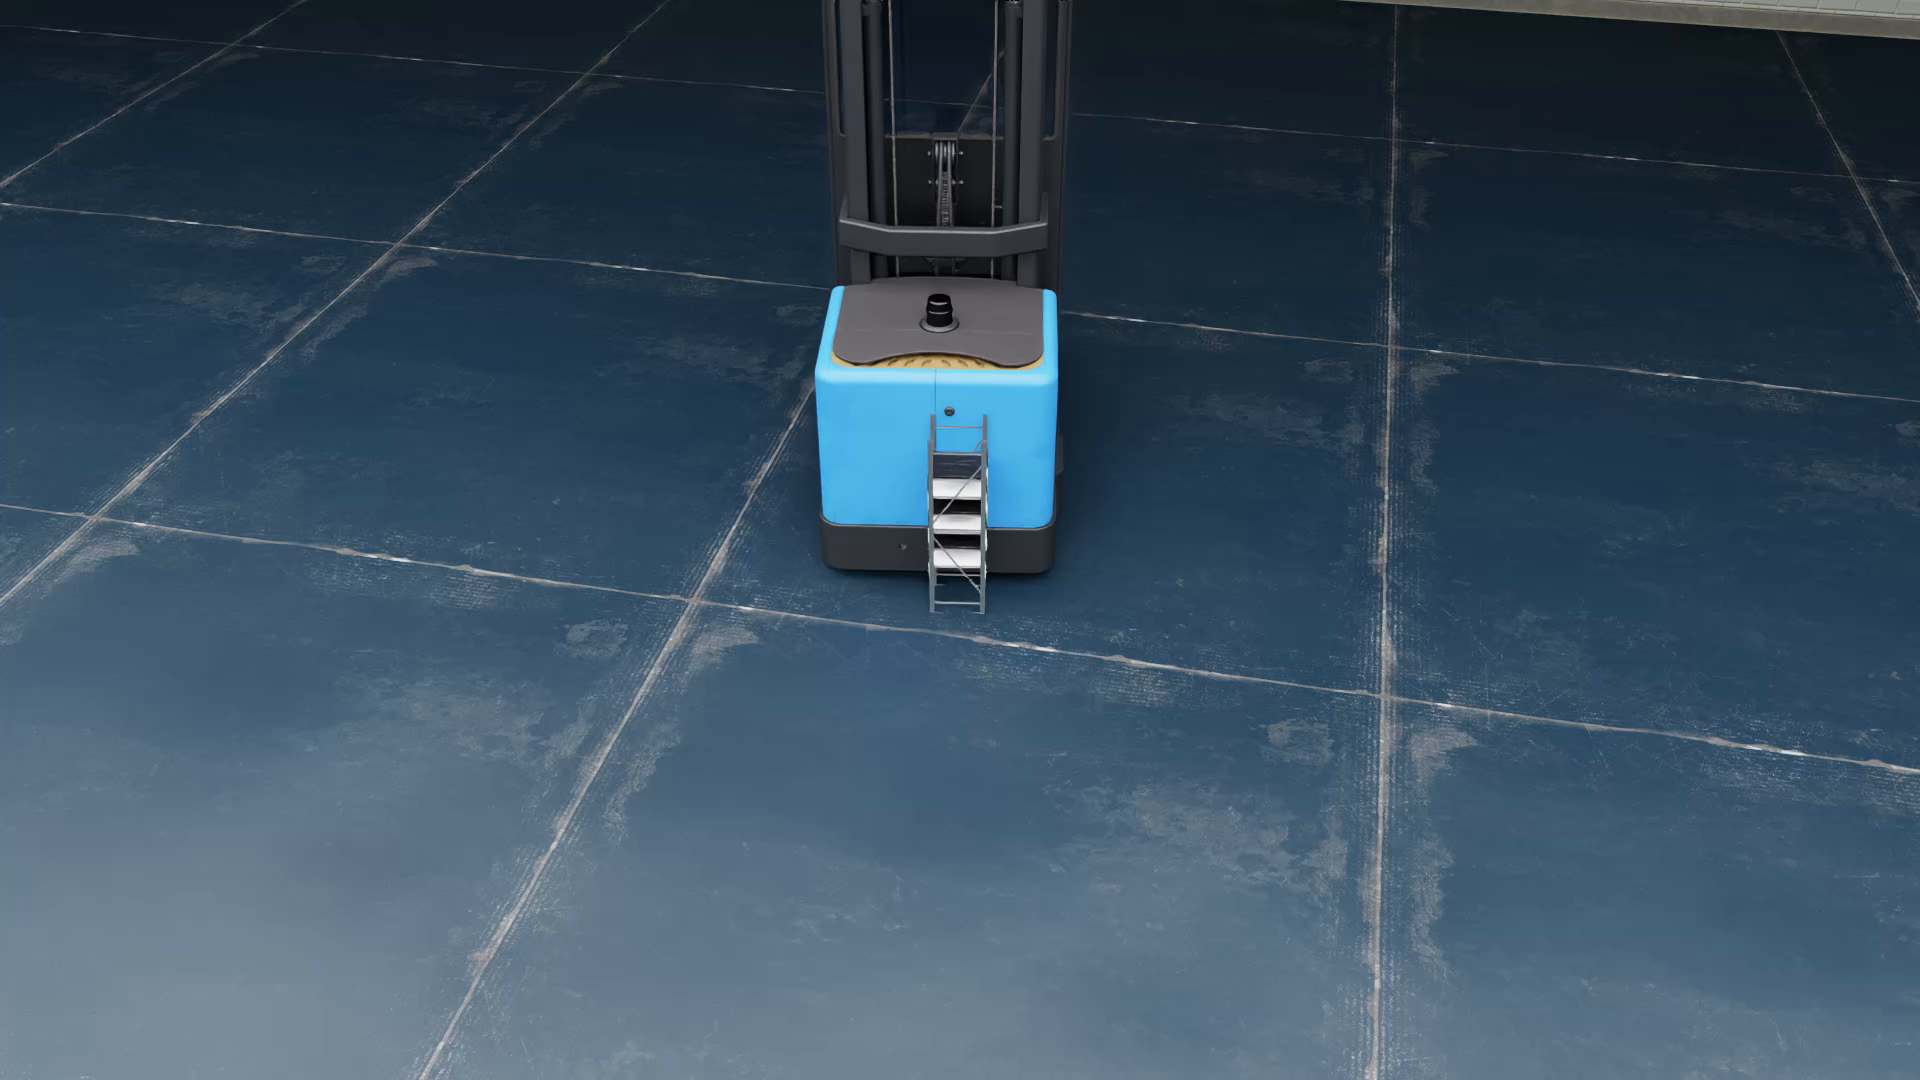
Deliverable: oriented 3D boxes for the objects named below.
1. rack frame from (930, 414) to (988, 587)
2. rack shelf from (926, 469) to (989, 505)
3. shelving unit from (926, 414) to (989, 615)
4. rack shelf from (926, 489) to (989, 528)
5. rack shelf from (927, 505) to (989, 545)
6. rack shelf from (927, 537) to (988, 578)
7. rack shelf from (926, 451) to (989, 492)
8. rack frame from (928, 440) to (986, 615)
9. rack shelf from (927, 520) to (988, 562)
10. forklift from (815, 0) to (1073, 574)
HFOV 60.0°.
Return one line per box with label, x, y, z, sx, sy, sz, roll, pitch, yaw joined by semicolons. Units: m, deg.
rack frame;-0.005;-0.159;7.202;0.240;0.900;0.006;1;36;2
rack shelf;-0.009;-0.218;7.034;0.258;0.077;0.200;1;36;2
shelving unit;-0.009;-0.099;7.120;0.258;0.900;0.210;1;36;2
rack shelf;-0.009;-0.145;7.086;0.258;0.077;0.200;1;36;2
rack shelf;-0.009;-0.072;7.139;0.258;0.077;0.200;1;36;2
rack shelf;-0.009;0.074;7.245;0.258;0.077;0.200;1;36;2
rack shelf;-0.009;-0.291;6.981;0.258;0.077;0.200;1;36;2
rack frame;-0.012;-0.039;7.037;0.240;0.900;0.006;1;36;2
rack shelf;-0.009;0.001;7.192;0.258;0.077;0.200;1;36;2
forklift;-0.047;-1.875;7.840;1.130;2.935;3.031;1;36;2
